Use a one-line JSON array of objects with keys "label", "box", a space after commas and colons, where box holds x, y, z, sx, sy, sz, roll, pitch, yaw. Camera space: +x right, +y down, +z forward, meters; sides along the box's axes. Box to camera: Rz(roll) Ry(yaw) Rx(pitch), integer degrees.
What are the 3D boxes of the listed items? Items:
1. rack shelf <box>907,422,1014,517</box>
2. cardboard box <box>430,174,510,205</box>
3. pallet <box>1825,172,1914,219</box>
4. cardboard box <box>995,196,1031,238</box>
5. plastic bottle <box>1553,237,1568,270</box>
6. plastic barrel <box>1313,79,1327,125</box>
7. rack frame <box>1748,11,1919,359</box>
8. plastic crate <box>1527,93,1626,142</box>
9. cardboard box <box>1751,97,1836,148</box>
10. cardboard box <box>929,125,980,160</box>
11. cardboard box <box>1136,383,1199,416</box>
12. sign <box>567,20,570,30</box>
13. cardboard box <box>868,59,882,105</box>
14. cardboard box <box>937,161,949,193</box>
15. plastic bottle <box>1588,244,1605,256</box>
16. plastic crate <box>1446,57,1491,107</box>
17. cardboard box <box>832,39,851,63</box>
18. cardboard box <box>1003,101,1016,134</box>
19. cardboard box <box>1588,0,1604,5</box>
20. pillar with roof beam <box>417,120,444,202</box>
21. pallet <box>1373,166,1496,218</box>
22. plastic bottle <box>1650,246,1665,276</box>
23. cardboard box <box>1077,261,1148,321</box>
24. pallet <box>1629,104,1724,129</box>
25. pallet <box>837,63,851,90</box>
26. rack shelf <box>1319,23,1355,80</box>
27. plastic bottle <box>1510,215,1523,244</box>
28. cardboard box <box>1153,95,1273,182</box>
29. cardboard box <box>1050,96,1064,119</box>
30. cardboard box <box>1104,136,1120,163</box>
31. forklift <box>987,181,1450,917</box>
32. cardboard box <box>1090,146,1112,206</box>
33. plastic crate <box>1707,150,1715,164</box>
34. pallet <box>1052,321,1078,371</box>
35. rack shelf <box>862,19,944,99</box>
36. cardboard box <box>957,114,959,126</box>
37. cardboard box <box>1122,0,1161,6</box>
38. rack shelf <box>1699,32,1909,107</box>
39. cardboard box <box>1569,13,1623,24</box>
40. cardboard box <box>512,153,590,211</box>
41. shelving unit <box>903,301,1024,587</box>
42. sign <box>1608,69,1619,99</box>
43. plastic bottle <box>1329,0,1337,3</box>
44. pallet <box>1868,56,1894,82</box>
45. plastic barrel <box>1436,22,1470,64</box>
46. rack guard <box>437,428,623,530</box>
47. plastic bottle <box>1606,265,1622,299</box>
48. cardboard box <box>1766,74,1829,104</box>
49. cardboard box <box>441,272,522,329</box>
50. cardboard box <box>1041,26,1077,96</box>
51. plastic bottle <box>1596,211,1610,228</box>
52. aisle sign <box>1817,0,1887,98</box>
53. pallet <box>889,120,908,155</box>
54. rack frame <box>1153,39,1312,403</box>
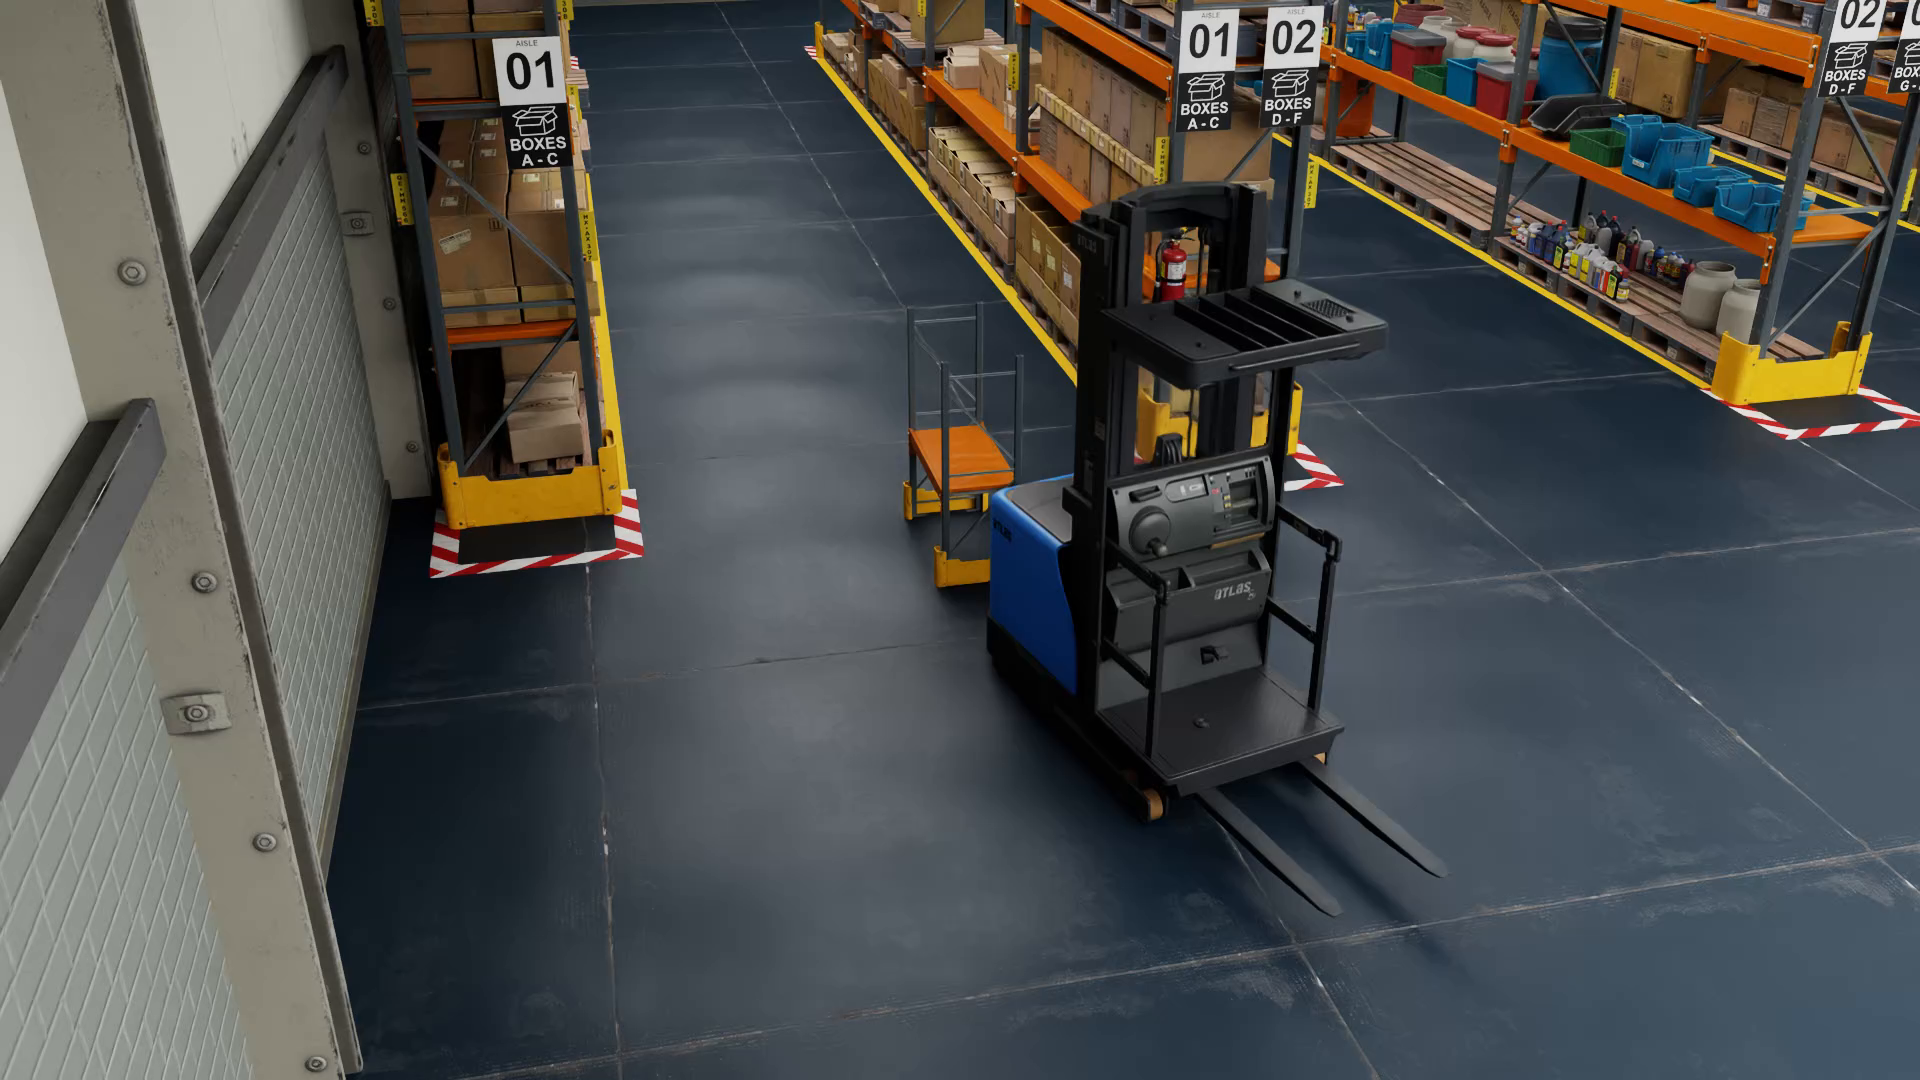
[{"label": "rack shelf", "box": [0.019, -0.472, 10.765, 0.538, 0.185, 1.000, -6, 27, -12]}, {"label": "cardboard box", "box": [-3.331, -2.189, 11.416, 0.500, 0.500, 0.500, -6, 27, -11]}, {"label": "pallet", "box": [10.485, -3.867, 18.523, 1.003, 0.211, 1.213, -6, 27, -12]}, {"label": "cardboard box", "box": [0.639, -3.125, 15.921, 0.500, 0.311, 0.500, -6, 27, -12]}, {"label": "plastic bottle", "box": [5.653, -2.695, 15.633, 0.061, 0.283, 0.133, -5, 27, -9]}, {"label": "plastic barrel", "box": [4.594, -5.552, 21.062, 0.421, 0.512, 0.421, 0, 27, 0]}, {"label": "rack frame", "box": [6.738, -2.511, 12.742, 1.000, 3.000, 0.127, -6, 27, -12]}, {"label": "plastic crate", "box": [5.831, -3.997, 15.754, 0.767, 0.338, 0.504, -6, 27, -12]}, {"label": "cardboard box", "box": [10.069, -5.072, 20.102, 0.700, 0.500, 0.500, -8, 28, -16]}, {"label": "cardboard box", "box": [-0.060, -4.472, 18.591, 0.500, 0.311, 0.500, -5, 27, -10]}, {"label": "cardboard box", "box": [1.503, -1.175, 12.681, 0.500, 0.250, 0.500, -6, 27, -12]}, {"label": "sign", "box": [-4.190, -5.558, 17.582, 0.100, 0.325, 0.005, -6, 27, -12]}, {"label": "cardboard box", "box": [-0.921, -6.121, 22.181, 0.500, 0.500, 0.500, -7, 28, -14]}, {"label": "cardboard box", "box": [0.054, -4.001, 18.280, 0.500, 0.250, 0.500, -7, 28, -13]}, {"label": "plastic bottle", "box": [5.891, -2.608, 15.468, 0.152, 0.276, 0.135, -6, 27, -12]}, {"label": "plastic crate", "box": [5.285, -4.712, 17.122, 0.392, 0.384, 0.575, -6, 27, -12]}, {"label": "cardboard box", "box": [-1.623, -7.296, 24.786, 0.500, 0.250, 0.500, -6, 27, -12]}, {"label": "cardboard box", "box": [0.633, -4.073, 15.986, 0.396, 0.266, 0.258, -7, 28, -13]}, {"label": "cardboard box", "box": [8.946, -7.659, 22.831, 0.500, 0.500, 0.500, -7, 28, -13]}, {"label": "pillar with roof beam", "box": [-1.073, -7.474, 15.917, 9.100, 9.000, 0.400, -6, 27, -12]}, {"label": "pallet", "box": [5.343, -3.900, 18.588, 1.003, 0.211, 1.213, -6, 27, -12]}, {"label": "plastic bottle", "box": [6.488, -2.600, 15.459, 0.097, 0.271, 0.097, 0, 27, 0]}, {"label": "cardboard box", "box": [1.261, -1.947, 13.378, 0.500, 0.500, 0.500, -6, 27, -12]}, {"label": "pallet", "box": [9.656, -5.635, 22.026, 1.003, 0.211, 1.213, -6, 27, -12]}, {"label": "pallet", "box": [-1.225, -6.871, 24.475, 1.003, 0.211, 1.213, -6, 27, -12]}, {"label": "rack shelf", "box": [4.484, -6.580, 21.602, 1.077, 0.370, 4.000, -6, 27, -12]}, {"label": "plastic bottle", "box": [5.481, -3.061, 16.372, 0.097, 0.271, 0.097, 0, 27, 0]}, {"label": "cardboard box", "box": [1.807, -2.863, 11.889, 0.700, 0.500, 0.500, -6, 27, -11]}, {"label": "cardboard box", "box": [0.998, -3.739, 14.344, 0.380, 0.149, 0.250, -7, 28, -13]}, {"label": "cardboard box", "box": [1.346, -3.060, 13.000, 0.380, 0.149, 0.250, -5, 27, -10]}, {"label": "forklift", "box": [1.264, -0.130, 8.100, 1.130, 2.935, 3.031, -13, 29, -23]}, {"label": "cardboard box", "box": [1.467, -2.940, 13.481, 0.700, 0.500, 0.500, -5, 27, -10]}, {"label": "plastic crate", "box": [6.449, -3.462, 14.919, 0.530, 0.136, 0.437, -6, 27, -12]}, {"label": "pallet", "box": [1.427, -1.631, 14.093, 1.003, 0.211, 1.213, -6, 27, -12]}, {"label": "rack shelf", "box": [-0.342, -6.078, 20.609, 1.077, 0.370, 4.000, -6, 27, -12]}, {"label": "cardboard box", "box": [0.161, -5.060, 20.079, 0.500, 0.500, 0.500, -7, 28, -13]}, {"label": "cardboard box", "box": [1.395, -4.010, 11.929, 0.500, 0.250, 0.500, -6, 27, -12]}, {"label": "rack shelf", "box": [10.211, -5.327, 19.119, 1.077, 0.370, 4.000, -6, 27, -12]}, {"label": "cardboard box", "box": [9.225, -6.850, 23.230, 1.225, 0.875, 0.875, -7, 28, -13]}, {"label": "cardboard box", "box": [-2.941, -2.467, 11.968, 0.500, 0.500, 0.500, -7, 28, -13]}, {"label": "shelving unit", "box": [0.017, -0.636, 10.692, 0.587, 1.500, 1.083, -6, 27, -12]}, {"label": "sign", "box": [6.375, -4.442, 16.260, 0.100, 0.325, 0.005, -6, 27, -12]}, {"label": "plastic bottle", "box": [4.808, -6.903, 21.499, 0.144, 0.351, 0.185, -6, 27, -12]}, {"label": "pallet", "box": [10.632, -5.035, 17.955, 1.003, 0.211, 1.213, -6, 27, -12]}, {"label": "plastic barrel", "box": [5.470, -5.458, 18.457, 0.421, 0.512, 0.421, 0, 27, 0]}, {"label": "rack guard", "box": [-2.931, -0.422, 11.378, 1.175, 0.500, 0.348, -6, 27, -12]}, {"label": "plastic bottle", "box": [5.853, -2.306, 14.862, 0.061, 0.283, 0.133, -5, 27, -10]}, {"label": "cardboard box", "box": [10.070, -5.418, 19.956, 0.500, 0.250, 0.500, -3, 27, -6]}, {"label": "cardboard box", "box": [-3.208, -1.632, 11.146, 0.500, 0.250, 0.500, -6, 27, -11]}, {"label": "cardboard box", "box": [1.116, -4.195, 14.529, 0.700, 0.500, 0.500, -6, 27, -11]}, {"label": "plastic bottle", "box": [6.263, -3.027, 16.217, 0.144, 0.351, 0.185, -7, 28, -13]}, {"label": "aisle sign", "box": [6.465, -3.610, 12.034, 0.394, 0.787, 0.004, -6, 27, -12]}, {"label": "pallet", "box": [-0.294, -5.143, 21.051, 1.003, 0.211, 1.213, -6, 27, -12]}, {"label": "rack frame", "box": [1.911, -2.010, 11.749, 1.000, 3.000, 0.127, -6, 27, -12]}]
